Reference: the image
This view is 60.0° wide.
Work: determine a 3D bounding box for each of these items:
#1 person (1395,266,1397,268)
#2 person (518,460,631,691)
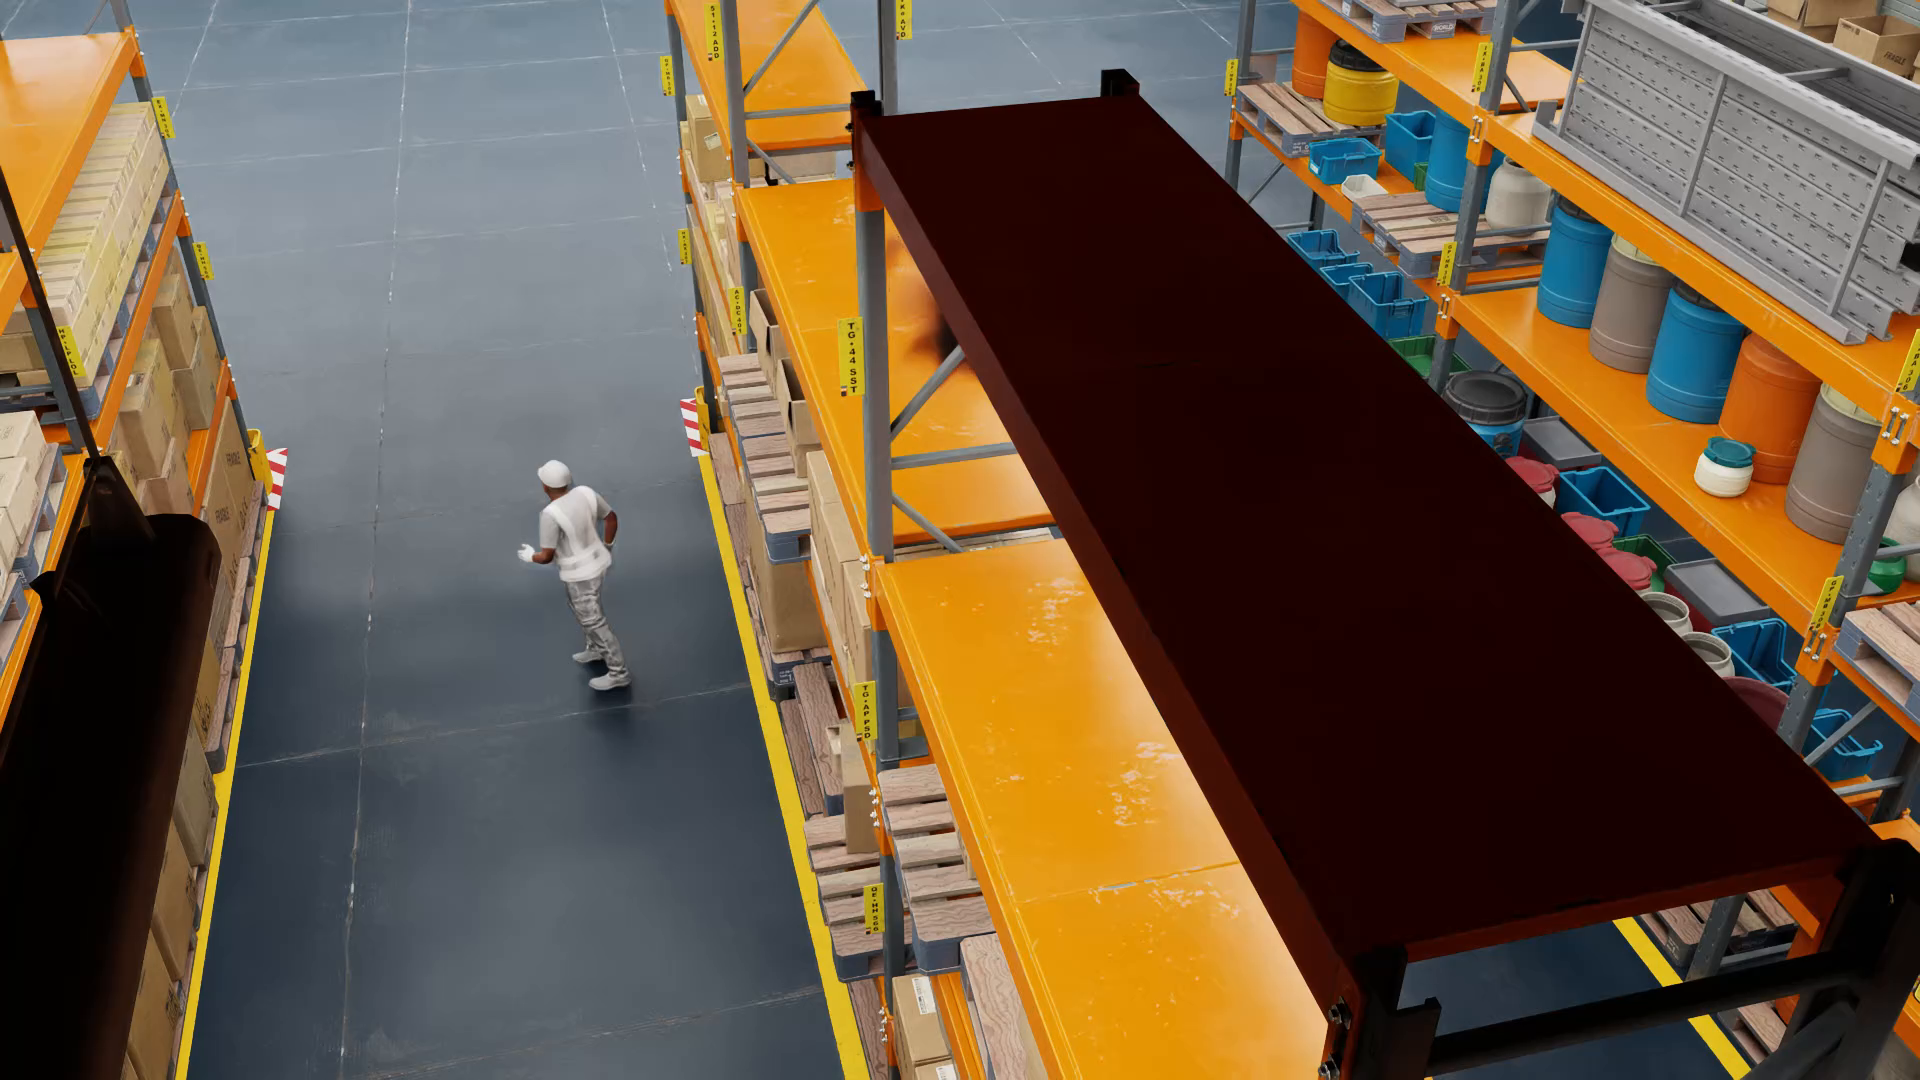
[{"bbox_3d":[5.306,-3.729,18.078,0.904,1.739,0.573,2,34,2],"label":"person"},{"bbox_3d":[-2.823,0.237,12.281,0.844,1.737,0.702,10,36,14],"label":"person"}]
